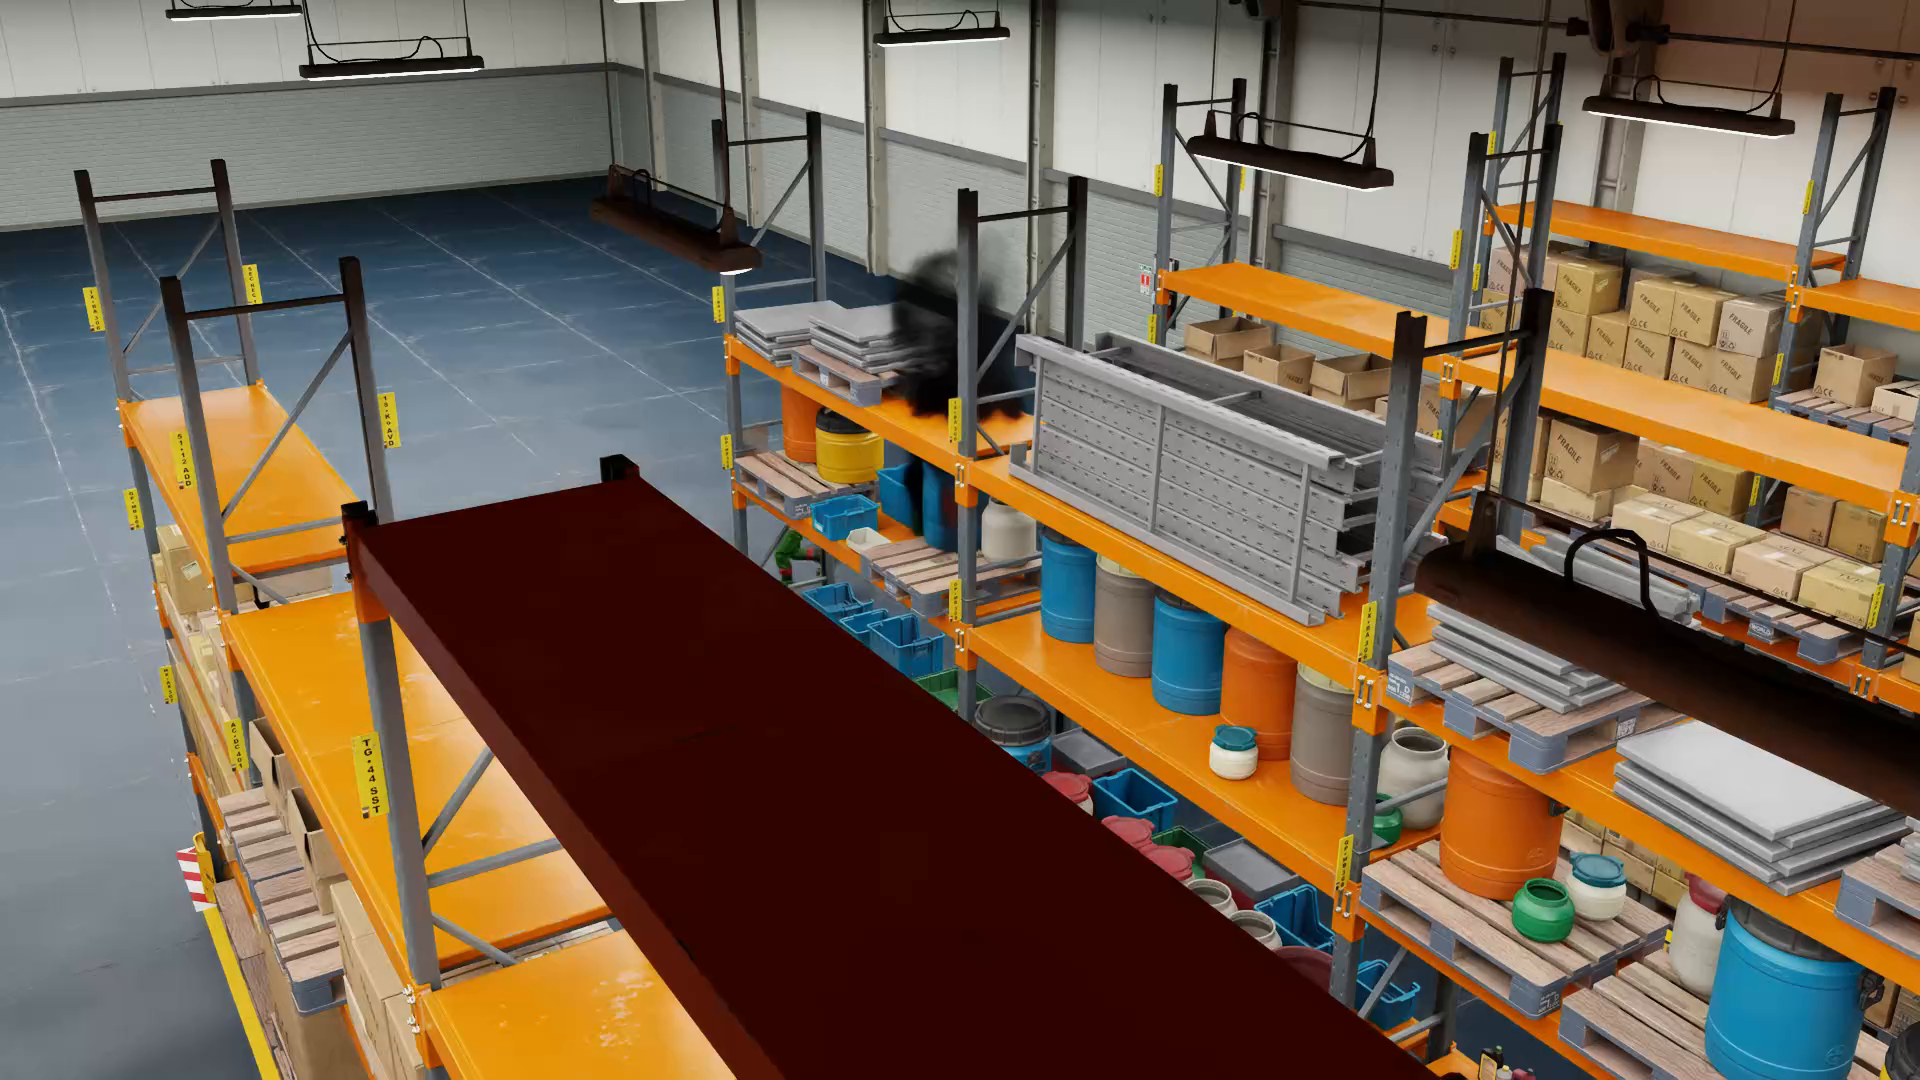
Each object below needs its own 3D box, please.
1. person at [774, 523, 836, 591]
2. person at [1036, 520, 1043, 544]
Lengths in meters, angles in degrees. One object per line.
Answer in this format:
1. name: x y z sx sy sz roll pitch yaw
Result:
1. person: -1.877 -0.190 19.550 0.825 1.754 0.644 -3 22 -8
2. person: 0.924 -0.370 20.012 0.851 1.761 0.701 -5 22 -11
